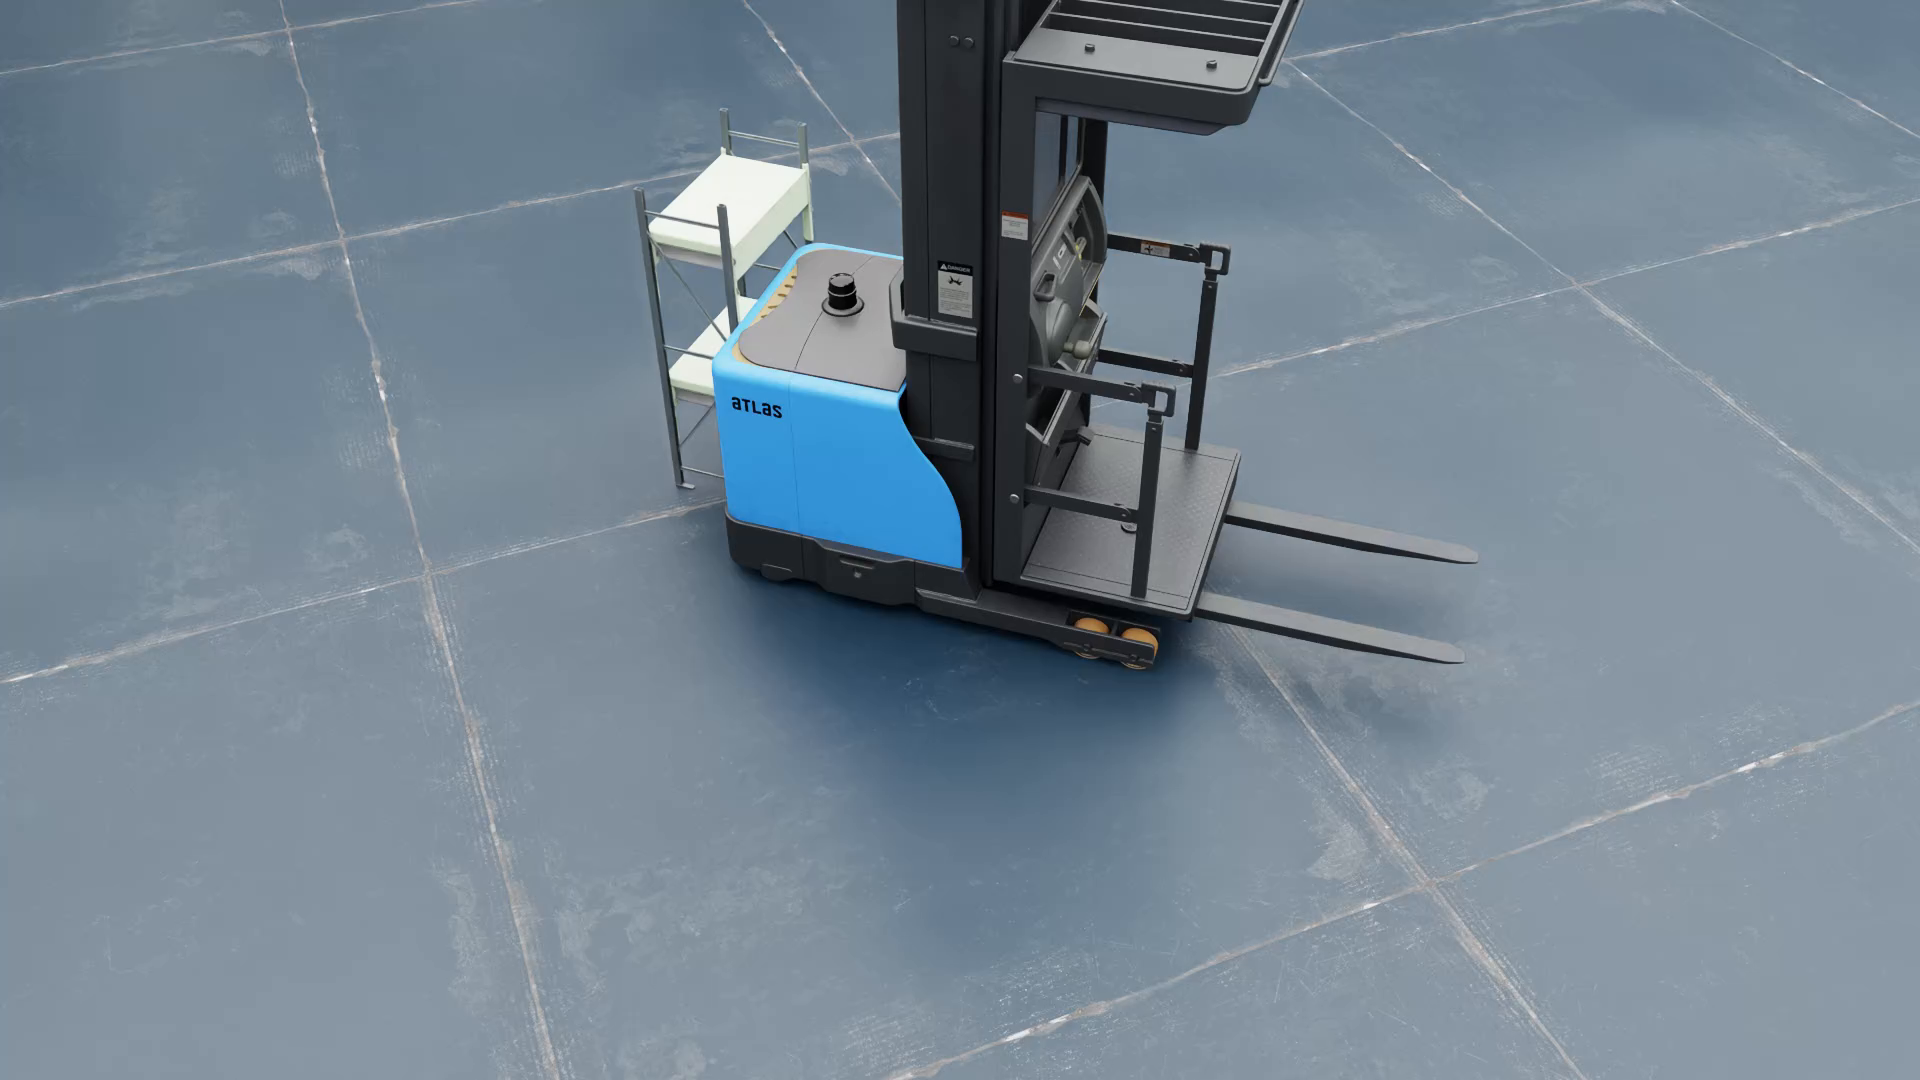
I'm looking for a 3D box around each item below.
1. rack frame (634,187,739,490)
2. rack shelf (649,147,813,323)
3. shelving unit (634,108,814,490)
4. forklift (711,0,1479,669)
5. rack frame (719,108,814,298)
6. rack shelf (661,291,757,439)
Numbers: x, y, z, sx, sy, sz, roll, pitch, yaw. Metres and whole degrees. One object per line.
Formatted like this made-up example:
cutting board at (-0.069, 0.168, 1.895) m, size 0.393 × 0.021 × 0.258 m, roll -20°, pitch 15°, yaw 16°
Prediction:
rack frame at (-1.098, -0.775, 7.001) m, size 0.400 × 1.500 × 0.023 m, roll 14°, pitch 43°, yaw 16°
rack shelf at (-0.966, -1.294, 7.006) m, size 0.431 × 0.370 × 0.720 m, roll 14°, pitch 43°, yaw 16°
shelving unit at (-0.966, -0.998, 7.260) m, size 0.431 × 1.500 × 0.755 m, roll 14°, pitch 43°, yaw 16°
forklift at (0.593, -0.985, 6.148) m, size 3.031 × 2.935 × 1.130 m, roll 12°, pitch 42°, yaw 14°
rack frame at (-0.835, -1.221, 7.519) m, size 0.400 × 1.500 × 0.023 m, roll 14°, pitch 43°, yaw 16°
rack shelf at (-0.966, -0.751, 7.473) m, size 0.431 × 0.370 × 0.720 m, roll 14°, pitch 43°, yaw 16°
